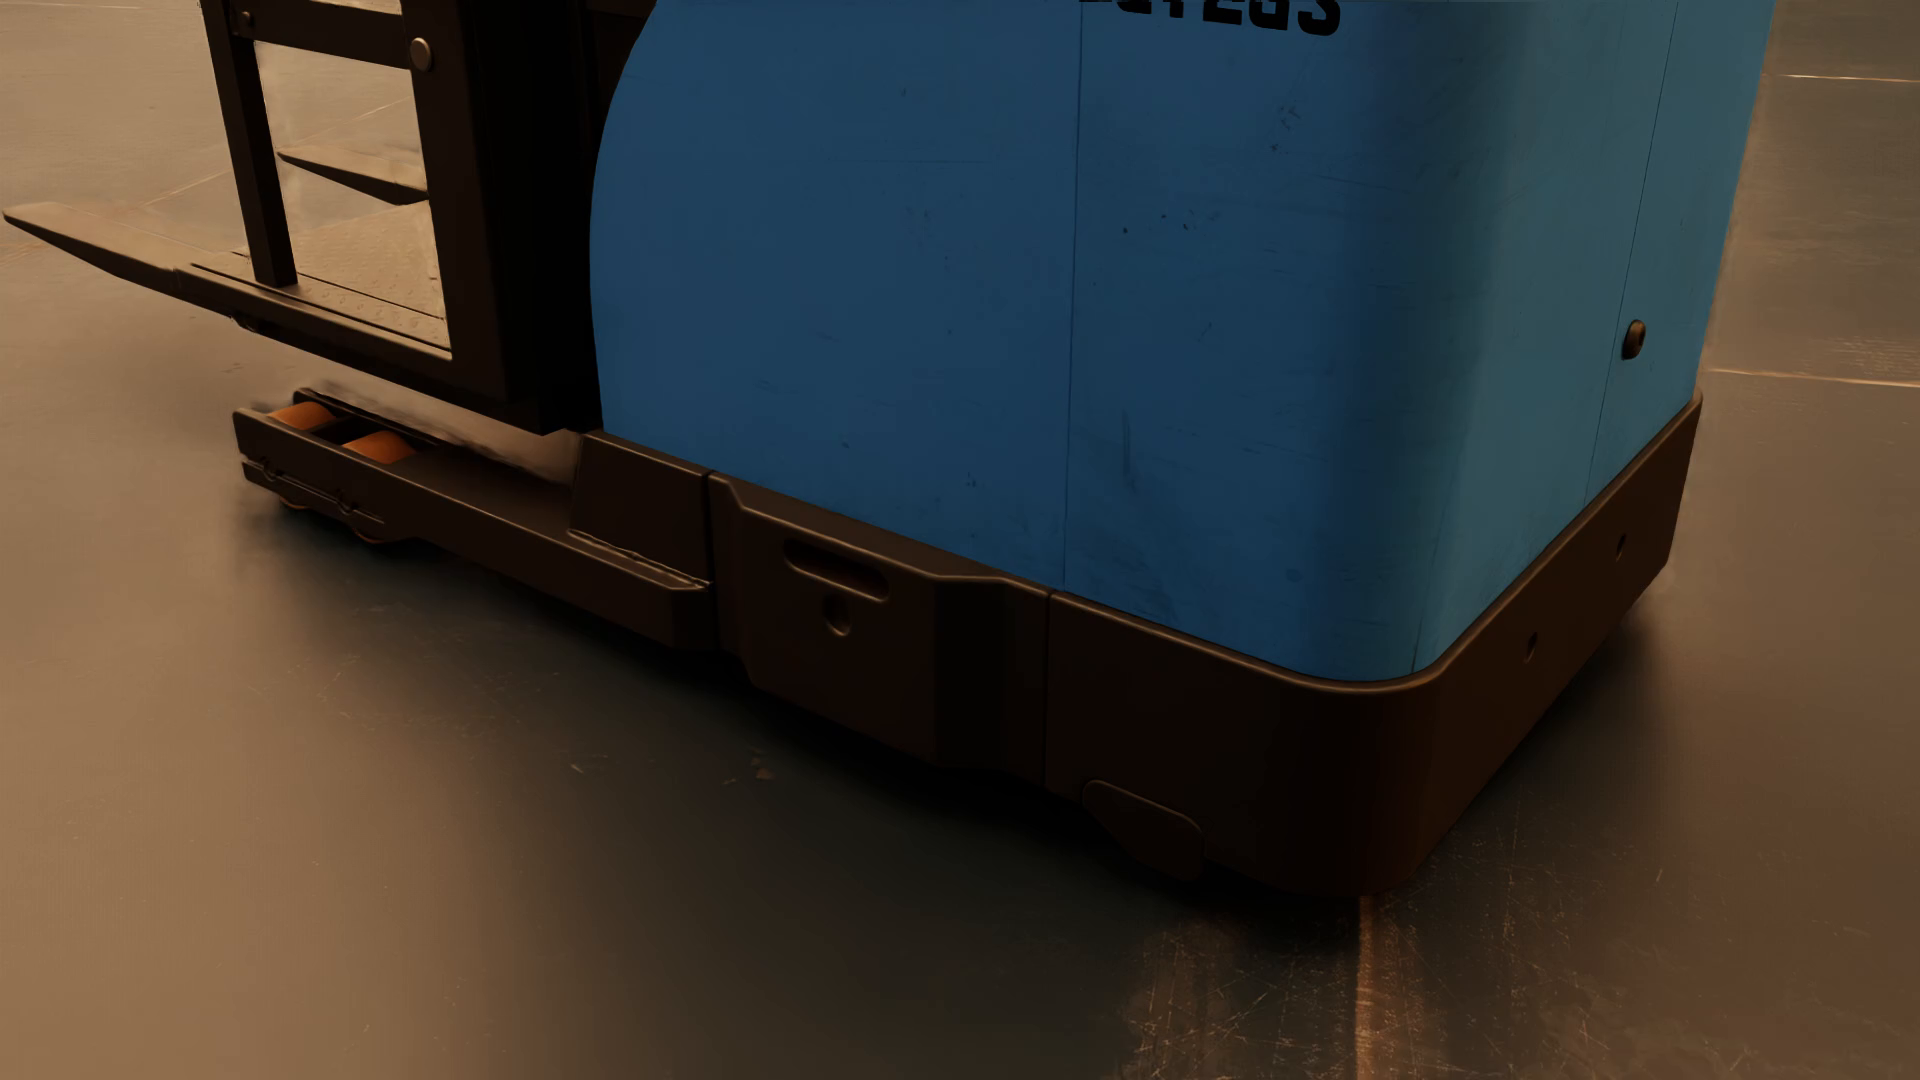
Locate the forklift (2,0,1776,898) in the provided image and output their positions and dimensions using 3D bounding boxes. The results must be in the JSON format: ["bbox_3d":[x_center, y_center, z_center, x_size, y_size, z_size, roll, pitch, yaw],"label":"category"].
[{"bbox_3d":[-0.497,-1.472,2.163,3.031,2.935,1.130,19,32,33],"label":"forklift"}]
